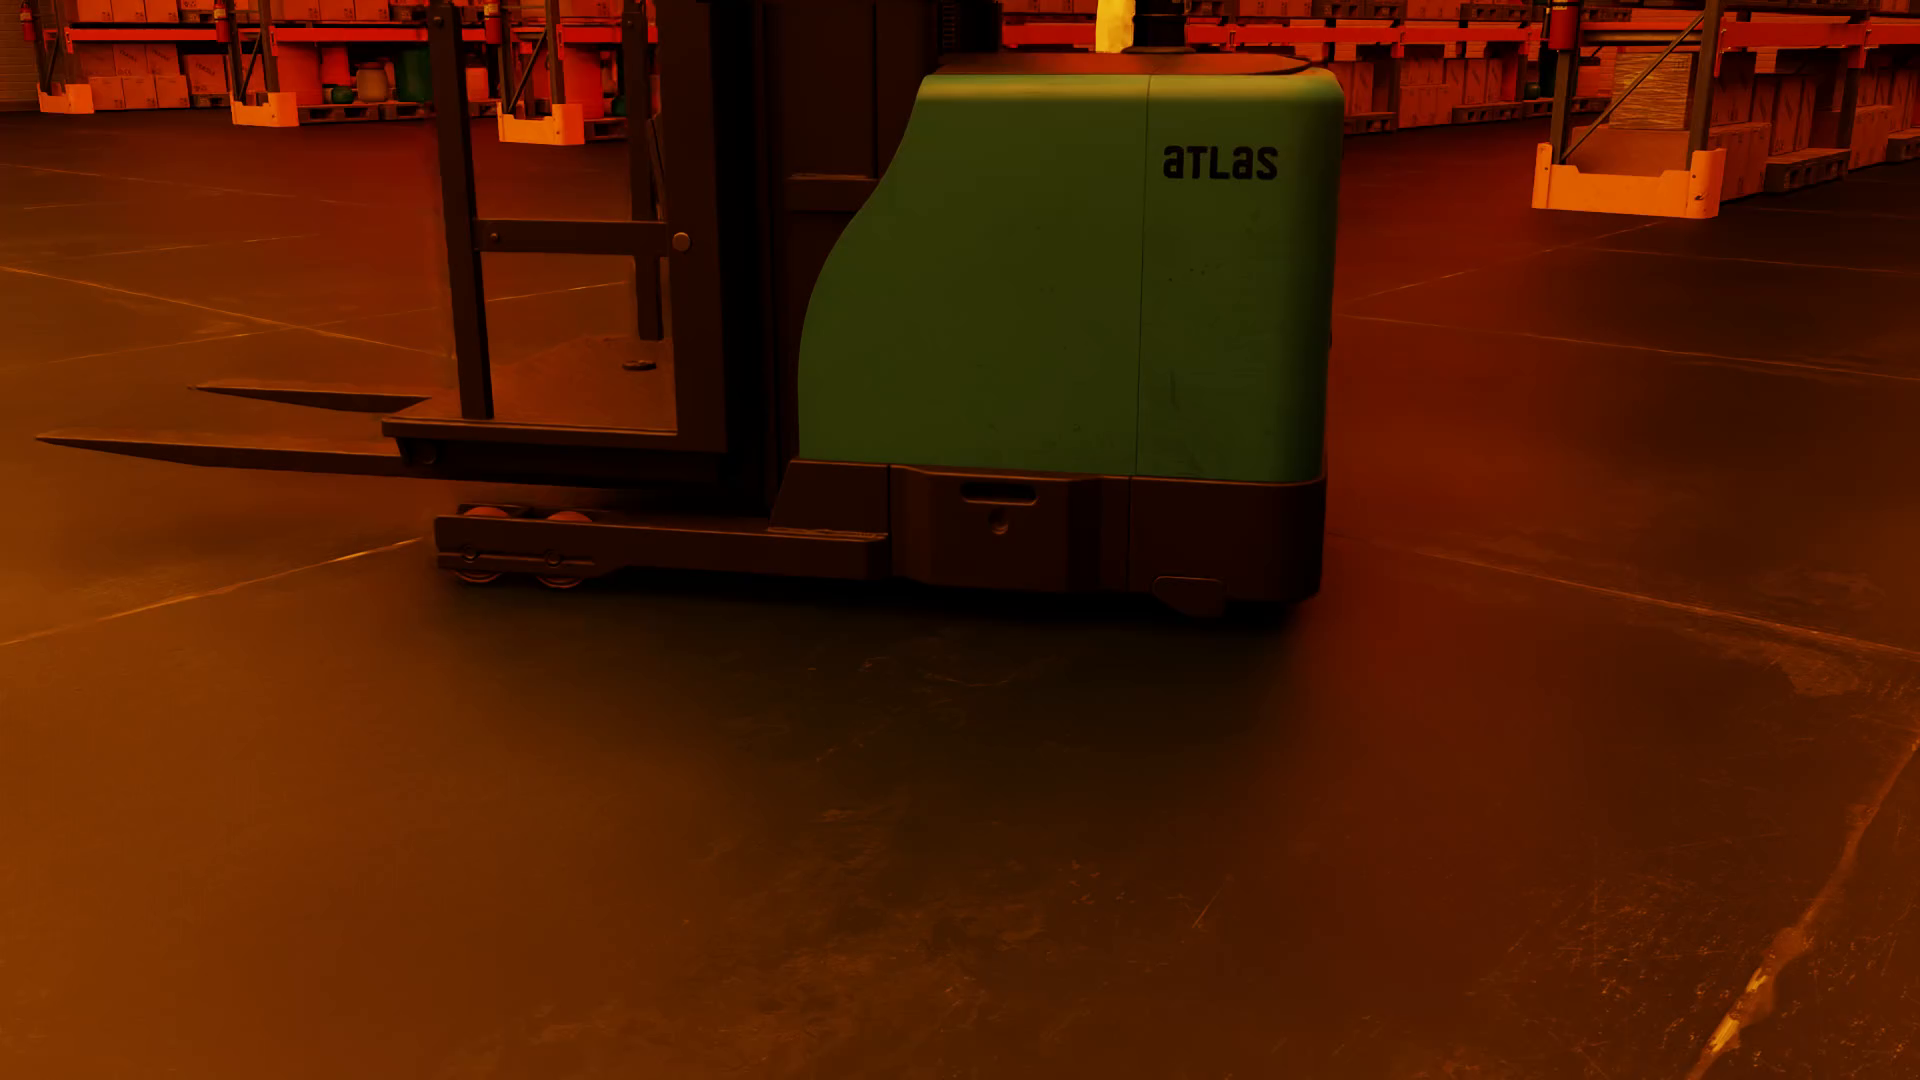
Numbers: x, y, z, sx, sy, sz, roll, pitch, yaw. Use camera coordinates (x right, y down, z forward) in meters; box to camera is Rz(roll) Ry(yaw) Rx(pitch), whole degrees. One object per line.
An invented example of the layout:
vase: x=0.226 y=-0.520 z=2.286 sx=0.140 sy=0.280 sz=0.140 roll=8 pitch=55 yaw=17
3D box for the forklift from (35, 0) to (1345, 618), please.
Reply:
forklift: x=-0.671 y=-1.442 z=3.648 sx=3.031 sy=2.935 sz=1.130 roll=3 pitch=17 yaw=11

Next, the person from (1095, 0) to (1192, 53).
person: x=0.704 y=-1.534 z=5.944 sx=0.447 sy=1.772 sz=0.678 roll=4 pitch=17 yaw=14
